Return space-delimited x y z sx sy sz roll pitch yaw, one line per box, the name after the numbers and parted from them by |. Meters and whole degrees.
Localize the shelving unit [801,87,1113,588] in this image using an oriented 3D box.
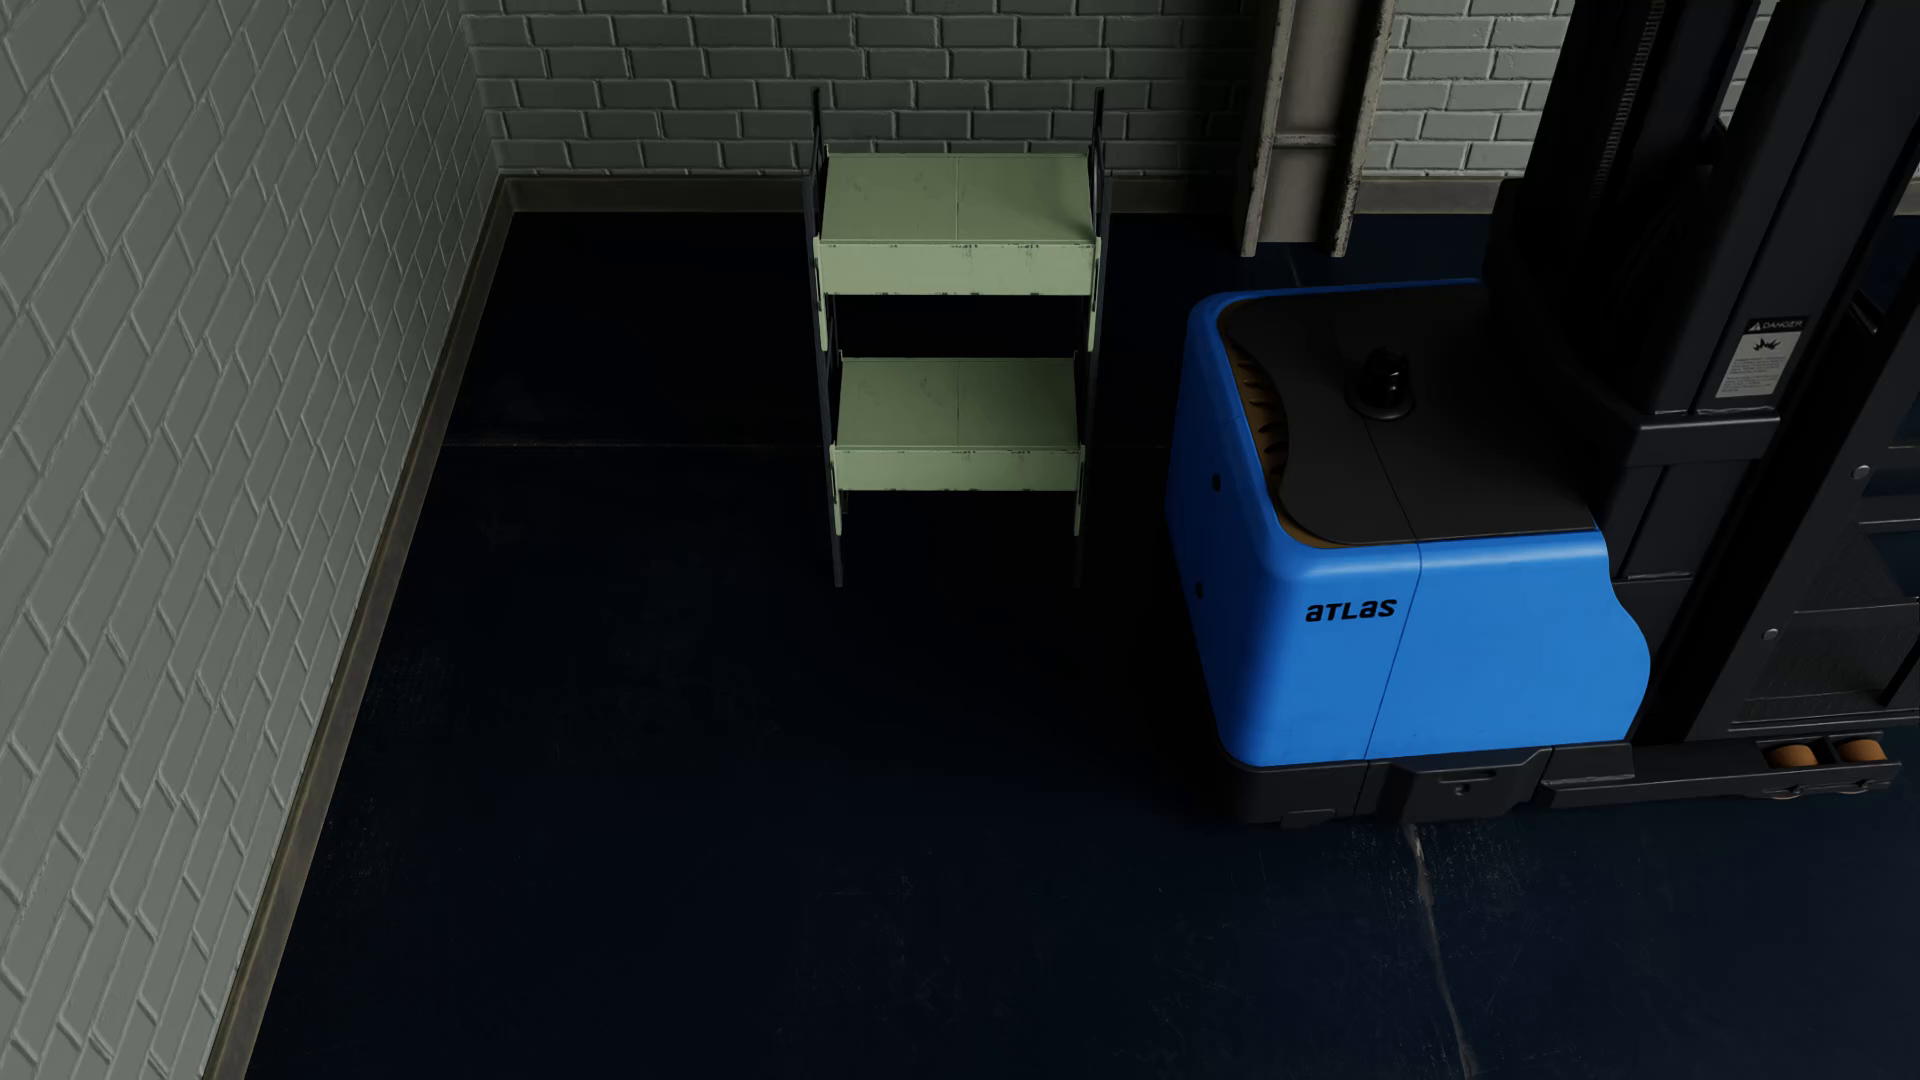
-0.007 -0.511 4.701 0.755 1.500 0.431 0 47 0 | shelving unit

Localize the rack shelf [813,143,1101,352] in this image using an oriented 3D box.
-0.007 -0.777 4.415 0.720 0.370 0.431 0 47 0 | rack shelf

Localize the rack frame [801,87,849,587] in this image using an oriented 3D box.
-0.373 -0.512 4.702 0.023 1.500 0.400 0 47 0 | rack frame

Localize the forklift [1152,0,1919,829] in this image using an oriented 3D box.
2.136 -0.669 3.870 3.031 2.935 1.130 -4 47 -4 | forklift

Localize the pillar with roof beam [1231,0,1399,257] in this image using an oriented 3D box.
1.231 -1.091 0.117 0.400 9.000 9.100 0 47 0 | pillar with roof beam

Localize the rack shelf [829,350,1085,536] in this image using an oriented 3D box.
-0.007 -0.289 4.940 0.720 0.370 0.431 0 47 0 | rack shelf

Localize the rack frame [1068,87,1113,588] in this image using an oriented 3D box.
0.359 -0.510 4.700 0.023 1.500 0.400 0 47 0 | rack frame
